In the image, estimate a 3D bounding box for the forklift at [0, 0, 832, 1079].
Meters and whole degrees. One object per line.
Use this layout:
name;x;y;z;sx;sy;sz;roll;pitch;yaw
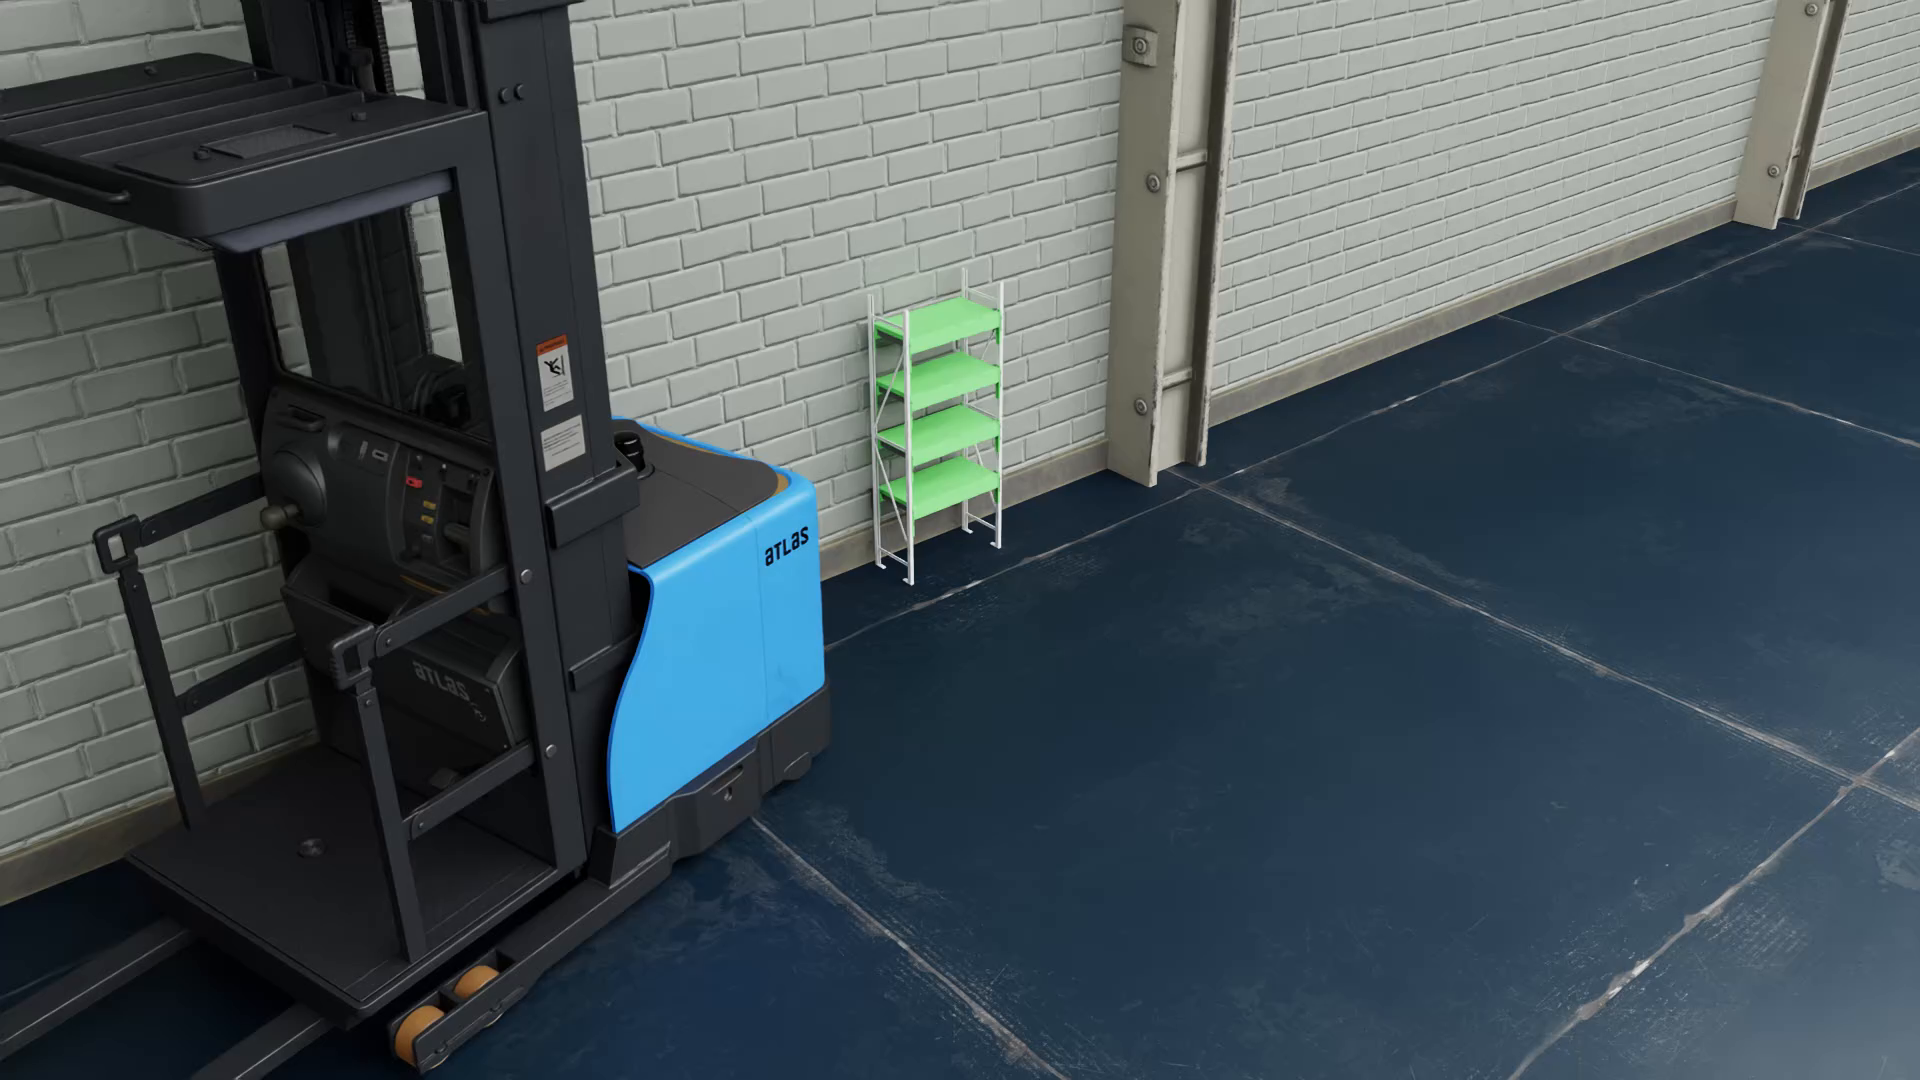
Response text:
forklift;-1.702;-0.106;4.339;1.130;2.935;3.031;18;33;30

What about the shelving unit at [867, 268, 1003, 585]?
shelving unit;-0.093;-0.462;6.840;0.503;1.200;0.258;-22;35;-35

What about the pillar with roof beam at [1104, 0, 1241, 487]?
pillar with roof beam;3.721;-2.785;2.913;0.400;9.000;9.100;-22;35;-35

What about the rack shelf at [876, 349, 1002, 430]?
rack shelf;-0.094;-0.618;6.757;0.480;0.148;0.258;-22;35;-35

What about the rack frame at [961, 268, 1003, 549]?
rack frame;0.091;-0.537;6.981;0.015;1.200;0.240;-22;35;-35

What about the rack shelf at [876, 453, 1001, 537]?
rack shelf;-0.093;-0.193;6.982;0.480;0.148;0.258;-22;35;-35

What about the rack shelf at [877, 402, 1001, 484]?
rack shelf;-0.093;-0.405;6.870;0.480;0.148;0.258;-22;35;-35

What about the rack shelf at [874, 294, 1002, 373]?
rack shelf;-0.095;-0.830;6.645;0.480;0.148;0.258;-22;35;-35

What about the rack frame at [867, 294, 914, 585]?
rack frame;-0.278;-0.386;6.699;0.015;1.200;0.240;-22;35;-35

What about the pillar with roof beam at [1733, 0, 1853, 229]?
pillar with roof beam;8.285;-4.620;6.348;0.400;9.000;9.100;-22;35;-35
